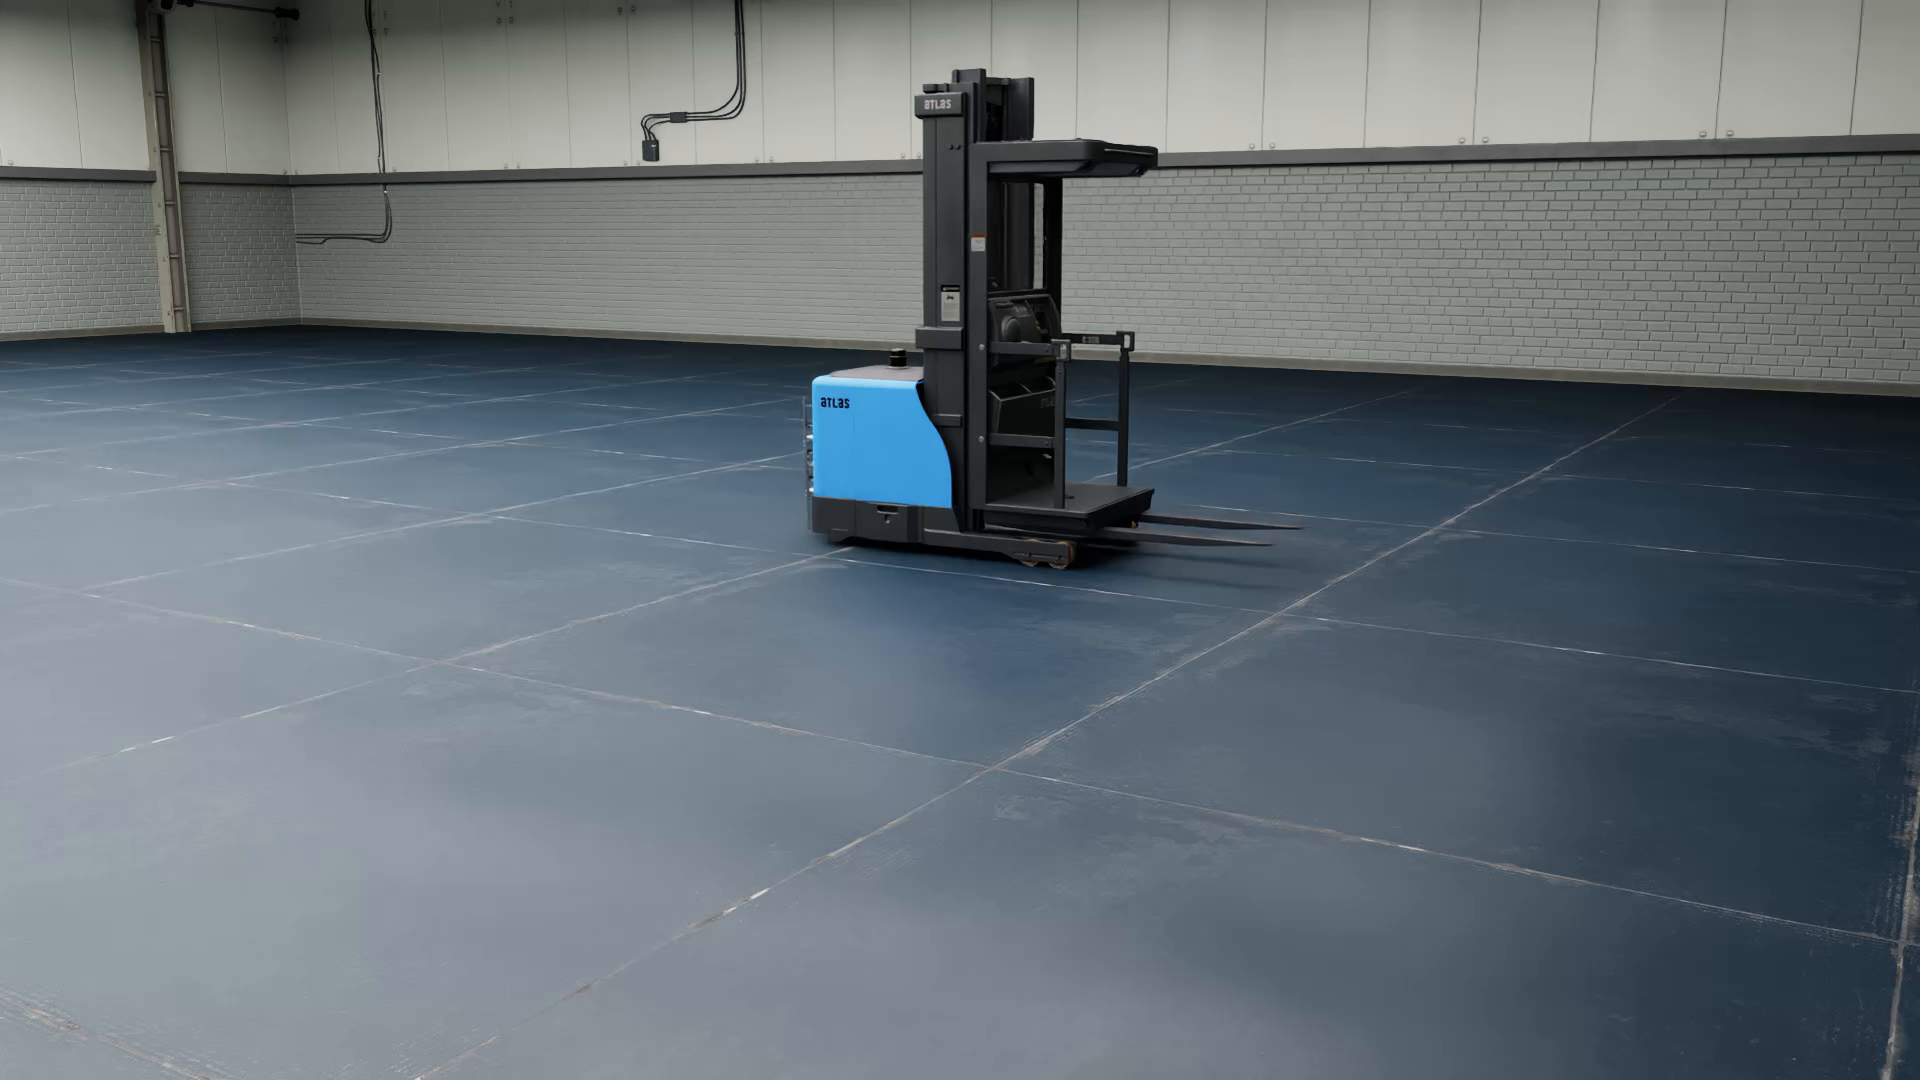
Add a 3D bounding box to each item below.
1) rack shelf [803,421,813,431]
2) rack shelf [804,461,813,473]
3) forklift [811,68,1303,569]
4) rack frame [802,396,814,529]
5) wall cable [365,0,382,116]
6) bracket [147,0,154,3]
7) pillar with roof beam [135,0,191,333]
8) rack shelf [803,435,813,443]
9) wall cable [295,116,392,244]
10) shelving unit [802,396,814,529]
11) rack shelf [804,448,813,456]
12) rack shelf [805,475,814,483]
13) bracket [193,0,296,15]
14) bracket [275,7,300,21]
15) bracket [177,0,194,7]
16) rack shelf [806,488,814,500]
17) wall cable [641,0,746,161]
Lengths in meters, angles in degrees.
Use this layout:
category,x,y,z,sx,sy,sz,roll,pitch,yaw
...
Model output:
category,x,y,z,sx,sy,sz,roll,pitch,yaw
rack shelf,-0.896,-0.762,11.183,0.258,0.077,0.200,3,11,26
rack shelf,-0.888,-0.496,11.228,0.258,0.077,0.200,3,11,26
forklift,0.587,-1.377,10.260,3.031,2.935,1.130,6,12,27
rack frame,-0.934,-0.512,11.133,0.240,0.900,0.006,3,11,26
wall cable,-10.465,-9.566,32.224,3.097,2.526,0.112,6,12,31
bracket,-15.349,-10.201,31.123,0.235,0.232,0.430,6,12,31
pillar with roof beam,-11.758,-8.120,29.787,9.100,9.000,0.548,6,12,31
rack shelf,-0.893,-0.673,11.198,0.258,0.077,0.200,3,11,26
wall cable,-12.777,-7.342,34.070,3.097,2.526,0.112,6,12,31
shelving unit,-0.889,-0.528,11.223,0.258,0.900,0.210,3,11,26
rack shelf,-0.891,-0.584,11.213,0.258,0.077,0.200,3,11,26
rack shelf,-0.886,-0.407,11.244,0.258,0.077,0.200,3,11,26
bracket,-13.994,-10.612,33.315,0.076,0.066,3.189,6,12,31
bracket,-13.688,-10.705,33.811,0.235,0.232,0.430,6,12,31
bracket,-14.918,-10.332,31.820,0.235,0.232,0.430,6,12,31
rack shelf,-0.883,-0.318,11.259,0.258,0.077,0.200,3,11,26
wall cable,-4.672,-9.630,28.613,2.305,6.003,0.169,6,12,31
